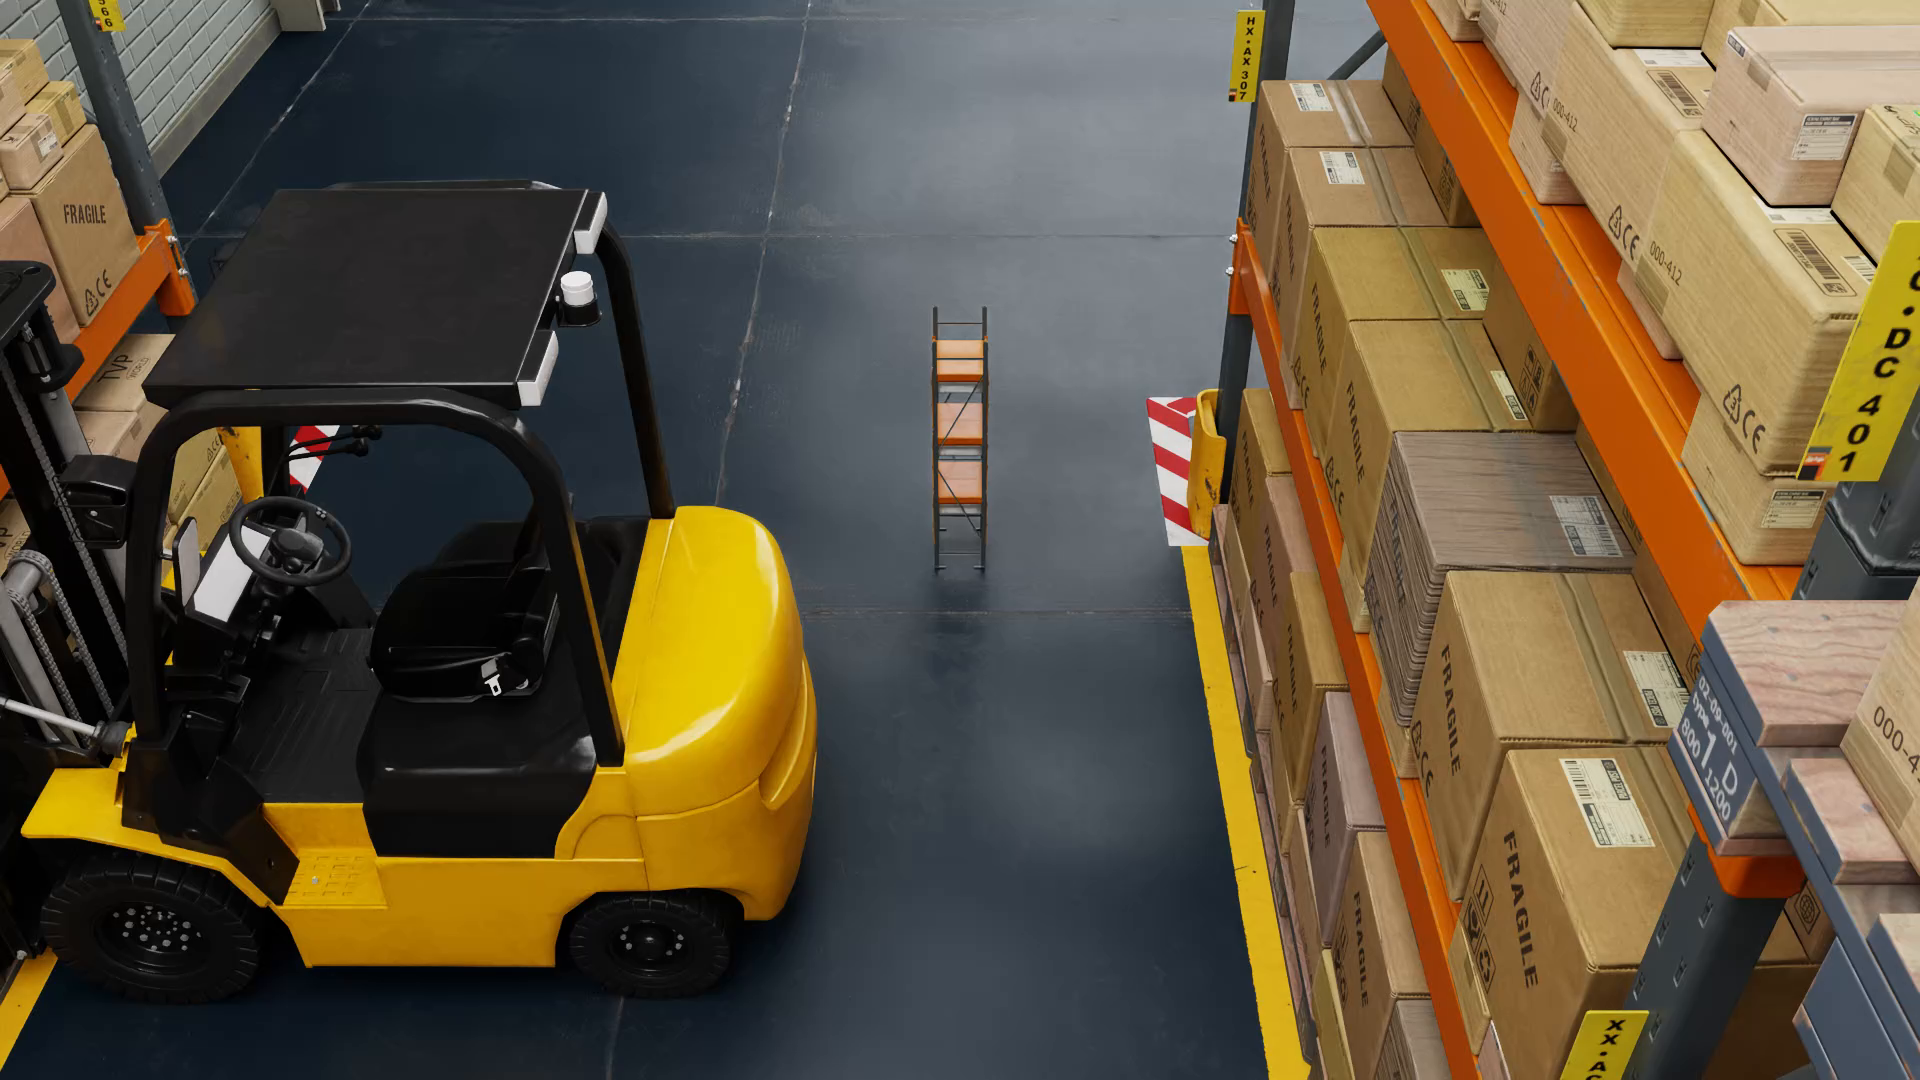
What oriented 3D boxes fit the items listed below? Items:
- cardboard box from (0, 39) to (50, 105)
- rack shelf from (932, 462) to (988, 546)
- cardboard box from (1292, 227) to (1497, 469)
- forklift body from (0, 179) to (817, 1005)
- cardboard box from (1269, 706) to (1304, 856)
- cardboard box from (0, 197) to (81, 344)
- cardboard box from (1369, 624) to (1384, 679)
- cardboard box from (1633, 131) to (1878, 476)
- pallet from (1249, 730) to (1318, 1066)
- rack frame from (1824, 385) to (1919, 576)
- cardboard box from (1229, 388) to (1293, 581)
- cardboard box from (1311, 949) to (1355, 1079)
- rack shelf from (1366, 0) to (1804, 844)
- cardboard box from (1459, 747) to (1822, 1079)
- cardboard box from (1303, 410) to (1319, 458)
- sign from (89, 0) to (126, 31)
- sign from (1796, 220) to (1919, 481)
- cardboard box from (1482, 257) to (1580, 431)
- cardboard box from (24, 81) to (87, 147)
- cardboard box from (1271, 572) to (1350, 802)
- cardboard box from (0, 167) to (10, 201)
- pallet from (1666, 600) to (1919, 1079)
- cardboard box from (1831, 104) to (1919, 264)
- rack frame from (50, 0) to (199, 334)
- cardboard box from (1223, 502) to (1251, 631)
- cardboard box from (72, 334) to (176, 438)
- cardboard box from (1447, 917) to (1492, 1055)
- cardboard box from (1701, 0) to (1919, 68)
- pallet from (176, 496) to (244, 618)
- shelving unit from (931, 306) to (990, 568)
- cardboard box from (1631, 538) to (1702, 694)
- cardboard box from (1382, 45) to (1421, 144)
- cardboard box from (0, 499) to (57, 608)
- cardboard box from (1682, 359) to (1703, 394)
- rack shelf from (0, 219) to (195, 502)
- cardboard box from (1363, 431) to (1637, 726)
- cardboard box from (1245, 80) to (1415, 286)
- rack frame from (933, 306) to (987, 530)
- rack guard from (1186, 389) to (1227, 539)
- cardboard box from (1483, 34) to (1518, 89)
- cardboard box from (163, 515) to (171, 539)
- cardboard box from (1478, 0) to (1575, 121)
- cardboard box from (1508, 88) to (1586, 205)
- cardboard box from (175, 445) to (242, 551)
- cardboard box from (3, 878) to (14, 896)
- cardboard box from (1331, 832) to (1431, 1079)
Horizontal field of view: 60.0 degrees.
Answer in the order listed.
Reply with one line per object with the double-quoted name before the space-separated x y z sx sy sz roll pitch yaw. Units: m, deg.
"cardboard box" -3.218 -1.508 5.396 0.380 0.149 0.250 0 39 0
"rack shelf" 0.000 -0.151 6.560 0.215 0.259 0.240 0 39 0
"cardboard box" 1.264 -0.546 4.714 0.500 0.500 0.500 -1 39 -1
"forklift body" -1.602 0.192 4.790 2.313 2.155 1.214 0 39 0
"cardboard box" 1.265 0.745 5.285 0.500 0.250 0.500 2 39 3
"cardboard box" -3.174 -0.730 5.183 0.500 0.500 0.500 1 39 1
"cardboard box" 1.259 0.274 4.210 0.380 0.149 0.250 -1 39 -1
"cardboard box" 1.270 -0.333 2.250 0.500 0.250 0.500 0 39 0
"pallet" 1.499 1.075 5.239 1.003 0.211 1.213 0 39 0
"rack frame" 1.539 -1.169 1.013 1.000 3.000 0.127 0 39 0
"cardboard box" 1.260 -0.193 5.856 0.500 0.500 0.500 -1 39 -2
"cardboard box" 1.259 1.379 4.494 0.500 0.250 0.500 -1 39 -1
"rack shelf" 1.537 -0.968 3.736 1.077 0.370 4.000 0 39 0
"cardboard box" 1.290 0.739 3.111 0.500 0.500 0.500 -1 39 -1
"cardboard box" 1.250 -0.374 5.020 0.380 0.149 0.250 1 39 1
"sign" -2.886 -1.859 5.556 0.100 0.325 0.005 0 39 0
"sign" 0.997 -0.195 1.783 0.100 0.325 0.005 0 39 0
"cardboard box" 1.712 -0.608 3.993 0.700 0.500 0.500 0 39 0
"cardboard box" -3.148 -1.399 5.498 0.380 0.149 0.250 0 39 1
"cardboard box" 1.257 0.447 5.057 0.500 0.500 0.500 1 39 1
"cardboard box" -3.179 -1.077 5.096 0.380 0.149 0.250 1 39 1
"pallet" 1.434 0.461 1.528 1.213 0.211 1.003 0 39 0
"cardboard box" 1.321 -0.410 2.027 0.380 0.149 0.250 1 39 1
"rack frame" -3.429 -1.323 6.003 1.000 3.000 0.127 0 39 0
"cardboard box" 1.259 0.084 6.109 0.500 0.250 0.500 0 39 0
"cardboard box" -3.117 -0.517 6.060 0.500 0.250 0.500 1 39 1
"cardboard box" 1.227 0.913 3.413 0.380 0.149 0.250 1 39 1
"cardboard box" 1.333 -0.735 2.433 0.380 0.149 0.250 1 39 1
"pallet" -3.386 0.243 6.278 1.003 0.211 1.213 0 39 0
"shelving unit" 0.000 -0.376 6.380 0.215 1.050 0.252 0 39 0
"cardboard box" 1.777 0.032 3.194 0.700 0.500 0.500 0 39 0
"cardboard box" 1.754 -1.555 5.175 0.700 0.500 0.500 -1 39 -1
"cardboard box" -3.099 0.118 5.267 0.500 0.250 0.500 0 39 1
"cardboard box" 1.322 -0.255 2.472 0.380 0.149 0.250 0 39 0
"rack shelf" -3.427 0.208 4.667 1.077 0.370 4.000 0 39 0
"cardboard box" 1.278 0.093 3.918 0.500 0.500 0.500 1 39 1
"cardboard box" 1.258 -1.188 5.516 0.500 0.500 0.500 -1 39 -1
"rack frame" 0.000 -0.453 6.475 0.200 1.050 0.008 0 39 0
"rack guard" 1.535 -0.306 6.733 1.175 0.500 0.348 0 39 0
"cardboard box" 1.328 -1.064 3.482 0.380 0.149 0.250 0 39 0
"cardboard box" -3.126 0.008 5.804 0.500 0.250 0.500 0 39 0
"cardboard box" 1.282 -0.967 3.041 0.500 0.250 0.500 -1 39 -1
"cardboard box" 1.247 -0.741 3.078 0.380 0.149 0.250 1 39 1
"cardboard box" -3.112 -0.121 6.365 0.500 0.250 0.500 0 39 0
"cardboard box" -3.107 0.828 5.181 0.500 0.250 0.500 1 39 1
"cardboard box" 1.268 1.101 4.241 0.500 0.500 0.500 1 39 1
